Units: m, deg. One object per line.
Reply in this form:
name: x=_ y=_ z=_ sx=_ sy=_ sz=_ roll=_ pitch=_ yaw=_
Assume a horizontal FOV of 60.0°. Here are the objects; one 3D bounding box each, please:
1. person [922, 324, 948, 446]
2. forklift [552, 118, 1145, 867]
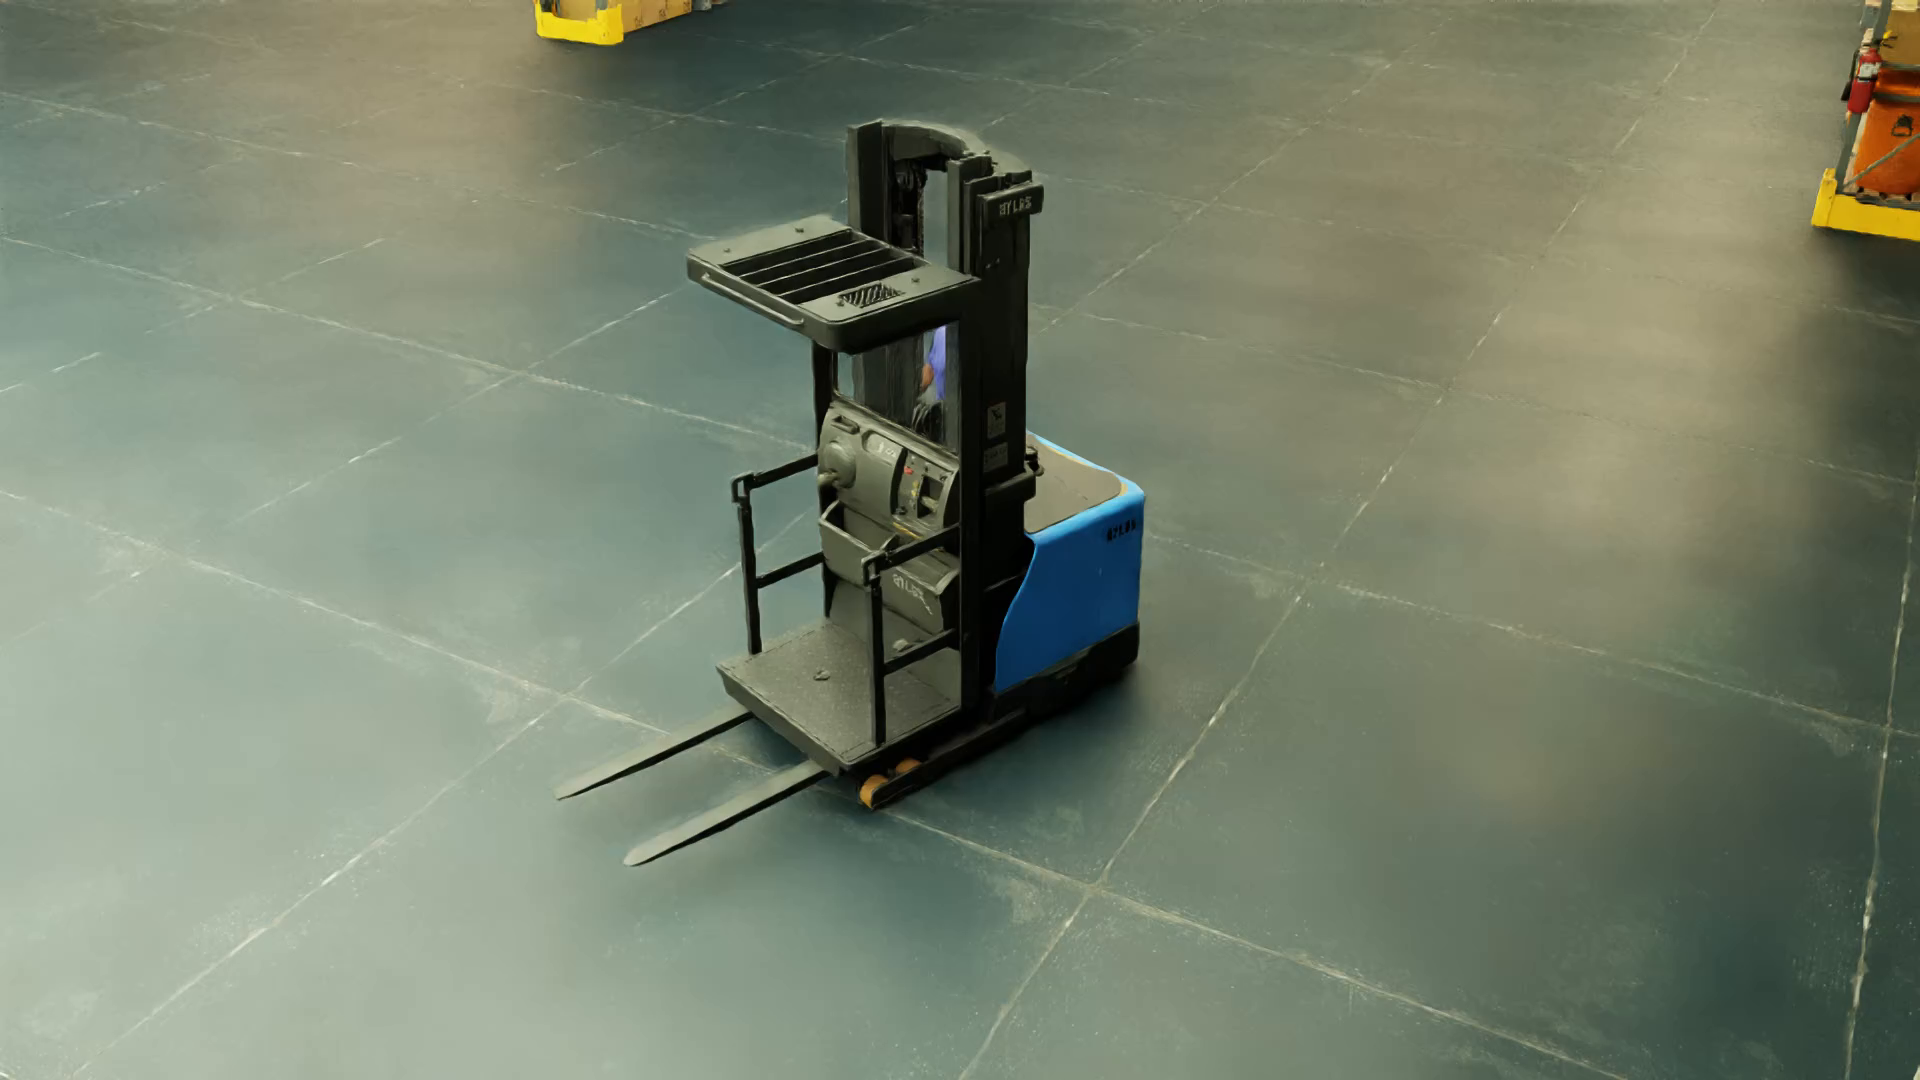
person: x=-0.031 y=-0.629 z=9.482 sx=0.614 sy=1.620 sz=0.470 roll=14 pitch=33 yaw=22
forklift: x=-0.500 y=-0.298 z=7.587 sx=3.031 sy=2.935 sz=1.130 roll=-24 pitch=37 yaw=-35
